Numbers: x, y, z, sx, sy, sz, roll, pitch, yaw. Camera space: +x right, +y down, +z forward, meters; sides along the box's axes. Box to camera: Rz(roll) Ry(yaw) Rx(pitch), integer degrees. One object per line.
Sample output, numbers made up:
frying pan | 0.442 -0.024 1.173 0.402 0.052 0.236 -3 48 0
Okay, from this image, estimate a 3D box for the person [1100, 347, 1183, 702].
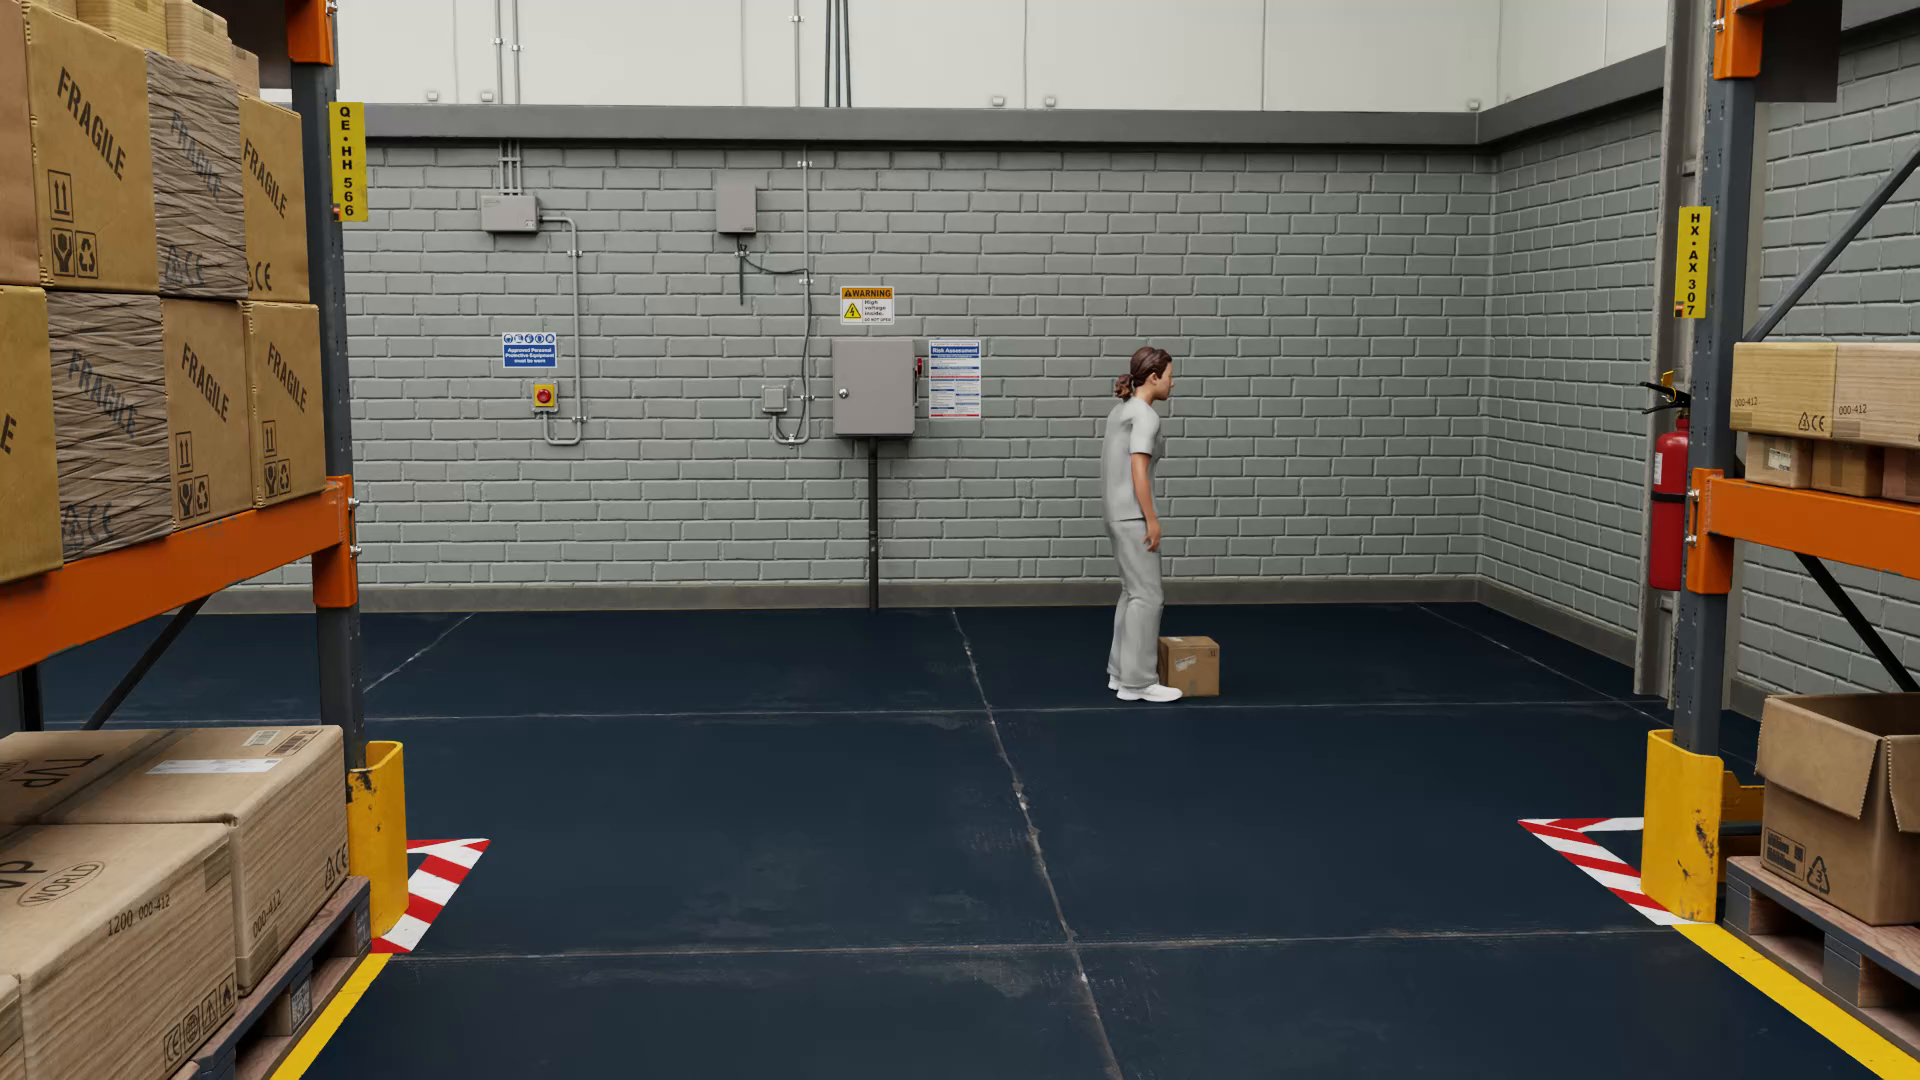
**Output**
person | 0.861 -0.085 7.977 0.363 1.667 0.498 -1 7 -6
